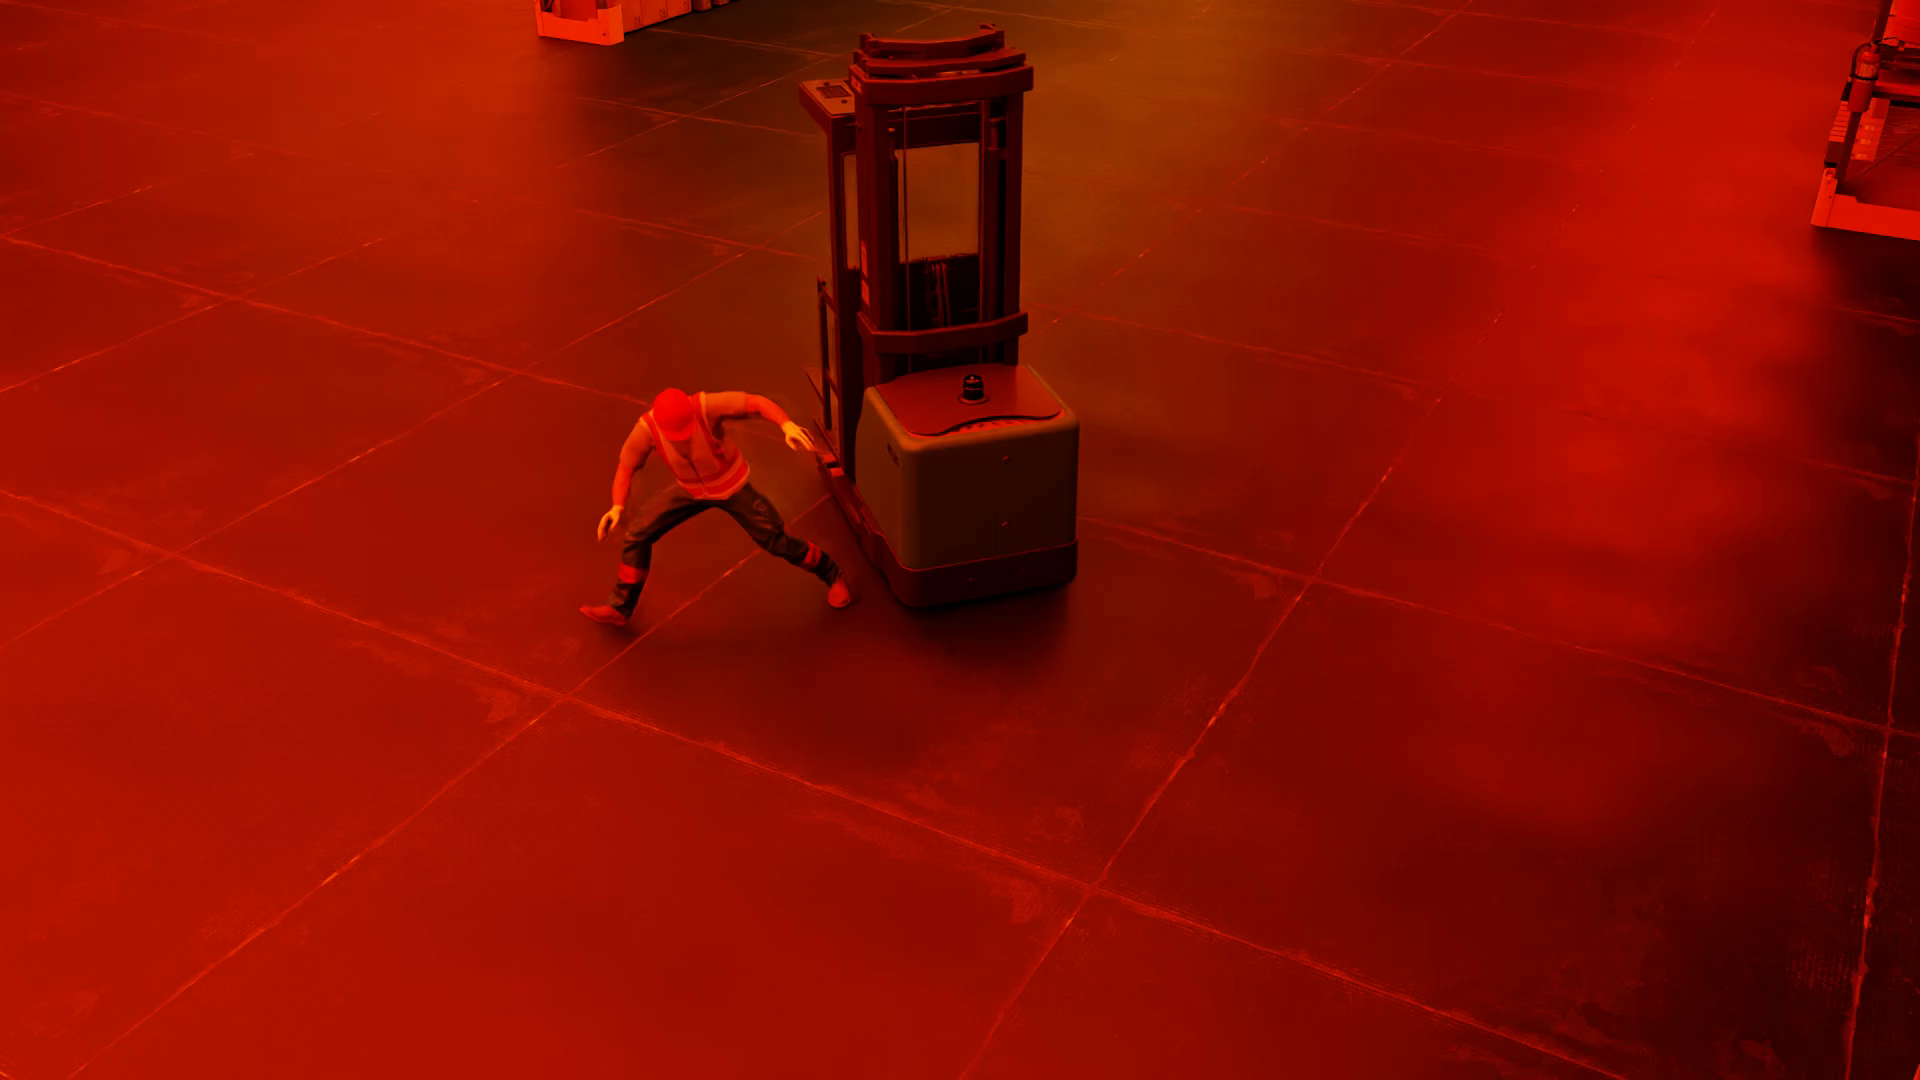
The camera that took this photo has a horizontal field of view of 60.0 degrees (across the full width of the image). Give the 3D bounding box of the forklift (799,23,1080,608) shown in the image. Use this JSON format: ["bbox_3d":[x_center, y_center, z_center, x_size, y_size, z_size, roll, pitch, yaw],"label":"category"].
[{"bbox_3d":[-0.281,-1.619,9.876,1.130,2.935,3.031,-9,31,-16],"label":"forklift"}]

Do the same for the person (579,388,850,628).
[{"bbox_3d":[-1.332,-0.206,8.942,1.381,1.439,0.804,5,30,8],"label":"person"}]
